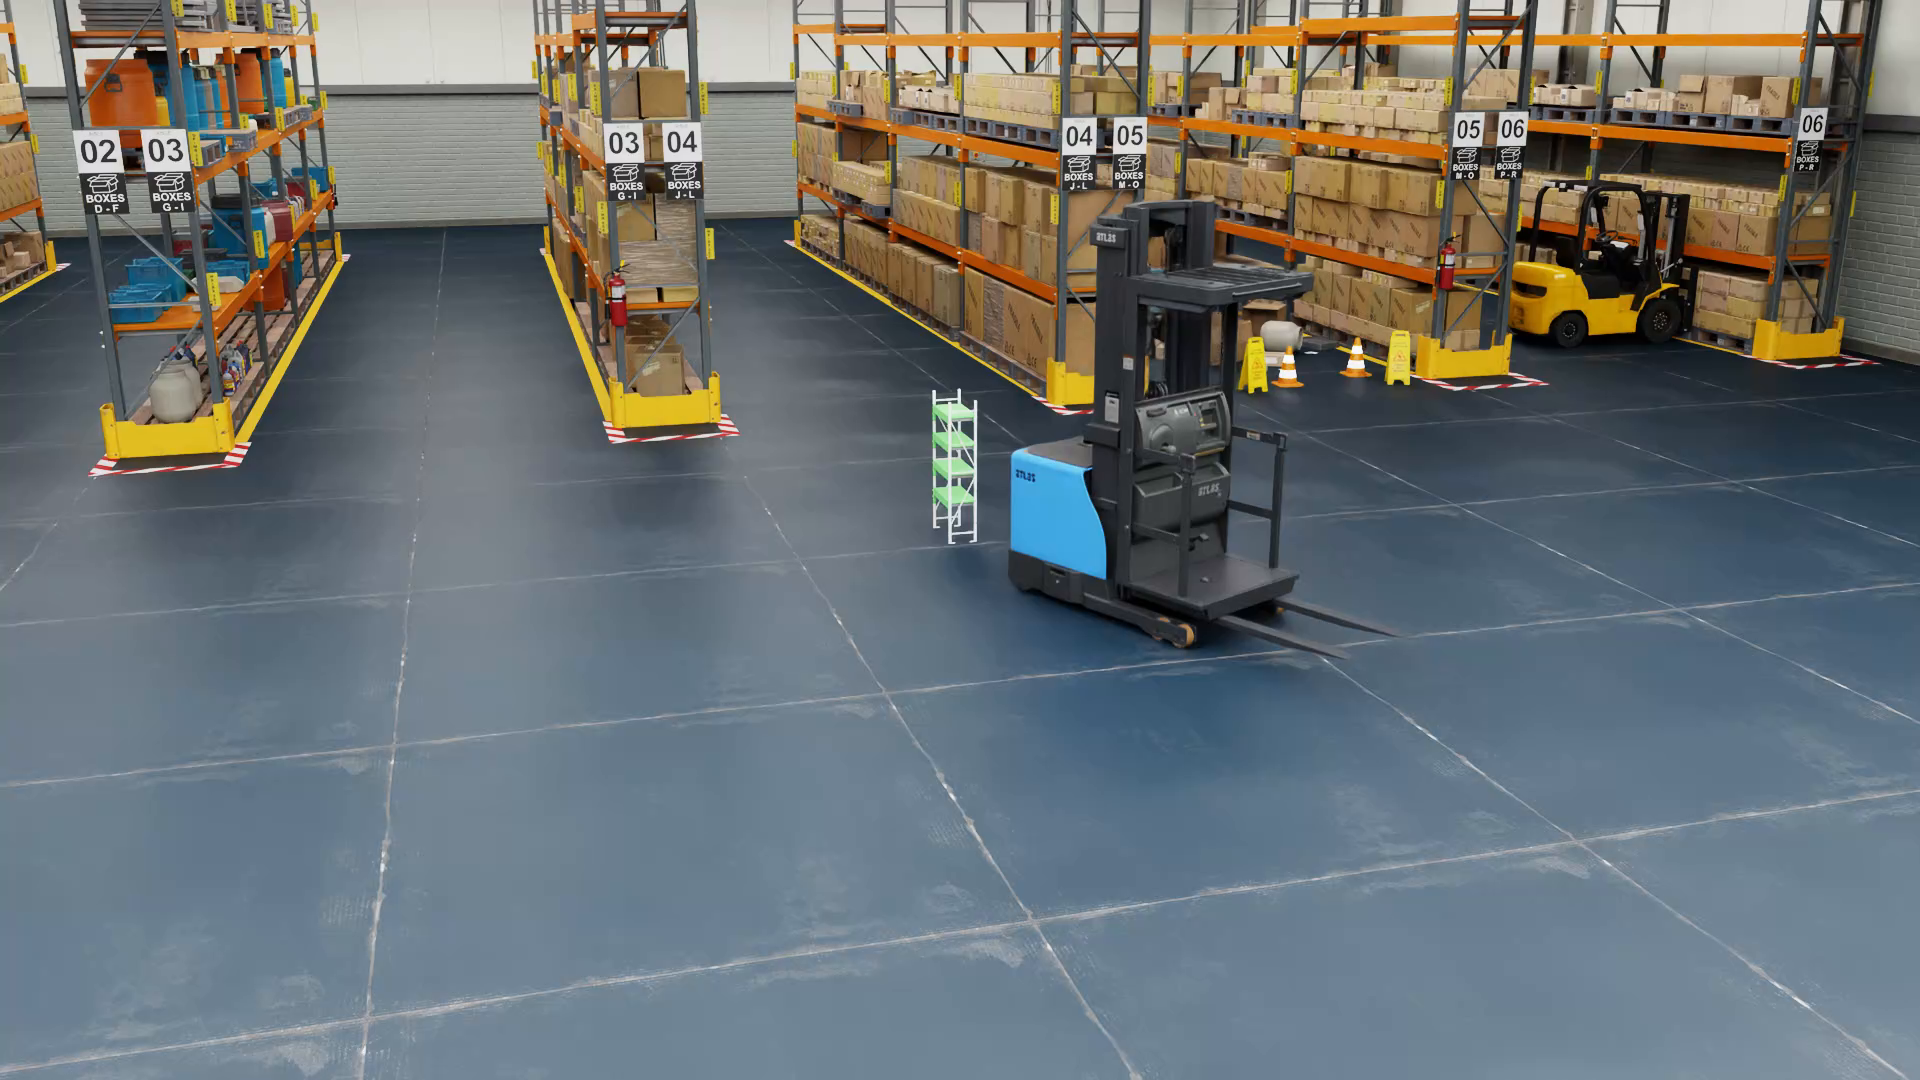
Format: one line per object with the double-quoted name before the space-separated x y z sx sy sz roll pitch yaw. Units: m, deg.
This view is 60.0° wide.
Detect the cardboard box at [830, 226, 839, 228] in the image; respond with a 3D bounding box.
"cardboard box" -2.234 -5.809 31.268 0.380 0.149 0.250 -4 17 -13

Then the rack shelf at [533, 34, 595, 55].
"rack shelf" -7.052 -8.923 29.960 1.077 0.370 4.000 -5 17 -15

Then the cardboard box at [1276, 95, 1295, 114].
"cardboard box" 4.925 -6.319 24.091 0.500 0.250 0.500 -5 17 -16

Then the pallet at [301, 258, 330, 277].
"pallet" -11.843 -4.844 29.710 1.003 0.211 1.213 -5 17 -15

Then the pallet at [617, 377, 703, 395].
"pallet" -3.415 -1.626 18.999 1.003 0.211 1.213 -5 17 -15

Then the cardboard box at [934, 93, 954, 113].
"cardboard box" -0.058 -6.122 23.260 0.500 0.250 0.500 -5 17 -16

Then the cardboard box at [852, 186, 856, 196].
"cardboard box" -1.609 -5.901 28.091 0.380 0.149 0.250 -6 18 -18

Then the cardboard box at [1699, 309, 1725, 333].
"cardboard box" 10.535 -3.018 22.833 0.500 0.250 0.500 -5 17 -15

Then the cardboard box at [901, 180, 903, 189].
"cardboard box" -0.769 -5.881 27.507 0.380 0.149 0.250 -5 17 -15

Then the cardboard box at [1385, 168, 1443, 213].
"cardboard box" 5.842 -4.430 21.058 0.700 0.500 0.500 -5 17 -15

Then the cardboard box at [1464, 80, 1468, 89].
"cardboard box" 9.020 -7.997 29.198 0.380 0.149 0.250 -5 17 -15

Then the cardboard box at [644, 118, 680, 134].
"cardboard box" -3.224 -4.503 18.082 0.380 0.149 0.250 -5 17 -16

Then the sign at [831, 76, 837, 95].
"sign" -2.225 -8.036 29.377 0.100 0.325 0.005 -5 17 -15

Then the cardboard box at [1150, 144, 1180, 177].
"cardboard box" 3.583 -6.500 28.465 0.500 0.500 0.500 -4 17 -14

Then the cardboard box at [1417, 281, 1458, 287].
"cardboard box" 6.213 -3.136 21.923 0.500 0.500 0.500 -5 18 -17

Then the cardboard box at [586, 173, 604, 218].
"cardboard box" -4.286 -4.206 20.311 0.500 0.500 0.500 -5 17 -15

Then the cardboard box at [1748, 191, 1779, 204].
"cardboard box" 10.697 -4.539 22.031 0.380 0.149 0.250 -5 17 -15

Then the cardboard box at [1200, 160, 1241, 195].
"cardboard box" 4.176 -5.815 26.674 0.500 0.500 0.500 -4 17 -12

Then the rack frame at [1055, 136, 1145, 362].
"rack frame" 1.592 -3.077 18.983 1.000 3.000 0.127 -5 17 -15

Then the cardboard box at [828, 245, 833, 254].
"cardboard box" -2.267 -5.460 31.142 0.380 0.149 0.250 -5 18 -17

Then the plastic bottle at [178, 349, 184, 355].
"plastic bottle" -9.285 -2.124 19.779 0.152 0.276 0.135 -4 17 -13

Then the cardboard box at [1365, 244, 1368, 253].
"cardboard box" 5.614 -3.887 22.115 0.380 0.149 0.250 -5 17 -15

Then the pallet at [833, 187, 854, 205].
"pallet" -1.635 -6.082 29.318 1.003 0.211 1.213 -5 17 -15

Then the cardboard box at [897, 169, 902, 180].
"cardboard box" -0.835 -6.089 27.683 0.380 0.149 0.250 -4 17 -13

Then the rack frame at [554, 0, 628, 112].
"rack frame" -5.403 -7.799 24.274 1.000 3.000 0.127 -5 17 -15

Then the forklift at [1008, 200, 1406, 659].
"forklift" 1.721 -0.822 11.594 1.130 2.935 3.031 -14 22 -39

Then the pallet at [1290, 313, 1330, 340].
"pallet" 5.443 -3.085 23.854 1.003 0.211 1.213 -5 17 -15

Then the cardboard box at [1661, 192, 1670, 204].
"cardboard box" 10.155 -4.890 23.715 0.380 0.149 0.250 -5 18 -17

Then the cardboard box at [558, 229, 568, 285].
"cardboard box" -5.810 -4.549 26.846 1.225 0.875 0.875 -5 17 -15

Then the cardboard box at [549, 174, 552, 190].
"cardboard box" -7.161 -6.489 30.083 0.500 0.250 0.500 -4 17 -14

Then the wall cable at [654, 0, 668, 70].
"wall cable" -5.842 -13.389 37.292 2.277 5.999 0.120 -5 17 -15

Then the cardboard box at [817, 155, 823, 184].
"cardboard box" -2.387 -6.980 31.283 0.500 0.500 0.500 -5 17 -16

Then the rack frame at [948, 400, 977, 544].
"rack frame" 0.022 -0.553 13.707 0.240 1.200 0.015 -5 17 -15

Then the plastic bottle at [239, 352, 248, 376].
"plastic bottle" -8.474 -2.088 19.645 0.061 0.283 0.133 -4 17 -12

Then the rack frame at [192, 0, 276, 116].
"rack frame" -10.165 -7.408 22.970 1.000 3.000 0.127 -5 17 -15

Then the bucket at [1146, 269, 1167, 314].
"bucket" 2.747 -3.489 23.400 0.726 0.611 0.620 1 7 4

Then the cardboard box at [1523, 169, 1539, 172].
"cardboard box" 9.504 -6.107 27.766 0.380 0.149 0.250 -5 17 -16

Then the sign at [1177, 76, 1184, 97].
"sign" 3.589 -7.390 27.089 0.100 0.325 0.005 -5 17 -15

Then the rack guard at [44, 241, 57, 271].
"rack guard" -17.107 -5.138 30.190 1.175 0.500 0.348 -5 17 -15

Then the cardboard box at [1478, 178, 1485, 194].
"cardboard box" 8.920 -5.990 28.071 0.500 0.250 0.500 -4 17 -14

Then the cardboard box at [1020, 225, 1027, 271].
"cardboard box" 1.241 -3.563 20.340 0.875 0.550 0.550 -5 17 -15

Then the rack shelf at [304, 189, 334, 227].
"rack shelf" -11.814 -5.849 29.462 1.077 0.370 4.000 -5 17 -15

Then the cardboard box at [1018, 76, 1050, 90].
"cardboard box" 0.896 -5.372 19.553 0.380 0.149 0.250 -5 17 -15

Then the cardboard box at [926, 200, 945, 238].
"cardboard box" -0.185 -4.634 23.992 0.500 0.500 0.500 -5 17 -15

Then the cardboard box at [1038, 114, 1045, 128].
"cardboard box" 1.106 -4.778 18.962 0.380 0.149 0.250 -5 17 -15

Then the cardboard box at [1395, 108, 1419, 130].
"cardboard box" 5.800 -5.264 20.793 0.500 0.250 0.500 -5 17 -16

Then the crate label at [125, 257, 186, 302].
"crate label" -8.733 -2.826 18.085 0.502 0.435 0.616 -5 17 -15

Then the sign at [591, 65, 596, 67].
"sign" -7.076 -9.001 32.086 0.100 0.325 0.005 -5 17 -15

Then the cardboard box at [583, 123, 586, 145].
"cardboard box" -4.276 -4.894 20.076 0.500 0.250 0.500 -5 17 -16

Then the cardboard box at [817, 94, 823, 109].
"cardboard box" -2.366 -8.155 30.934 0.500 0.250 0.500 -5 17 -16

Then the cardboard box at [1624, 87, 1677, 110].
"cardboard box" 9.990 -6.390 24.048 0.500 0.311 0.500 -4 17 -14

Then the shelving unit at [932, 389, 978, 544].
"shelving unit" -0.045 -0.620 13.932 0.258 1.200 0.503 -5 17 -15

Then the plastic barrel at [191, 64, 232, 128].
"plastic barrel" -10.148 -5.967 22.516 0.600 0.901 0.600 0 17 0

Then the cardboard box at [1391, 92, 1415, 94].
"cardboard box" 5.943 -5.877 22.140 0.380 0.149 0.250 -4 17 -15
